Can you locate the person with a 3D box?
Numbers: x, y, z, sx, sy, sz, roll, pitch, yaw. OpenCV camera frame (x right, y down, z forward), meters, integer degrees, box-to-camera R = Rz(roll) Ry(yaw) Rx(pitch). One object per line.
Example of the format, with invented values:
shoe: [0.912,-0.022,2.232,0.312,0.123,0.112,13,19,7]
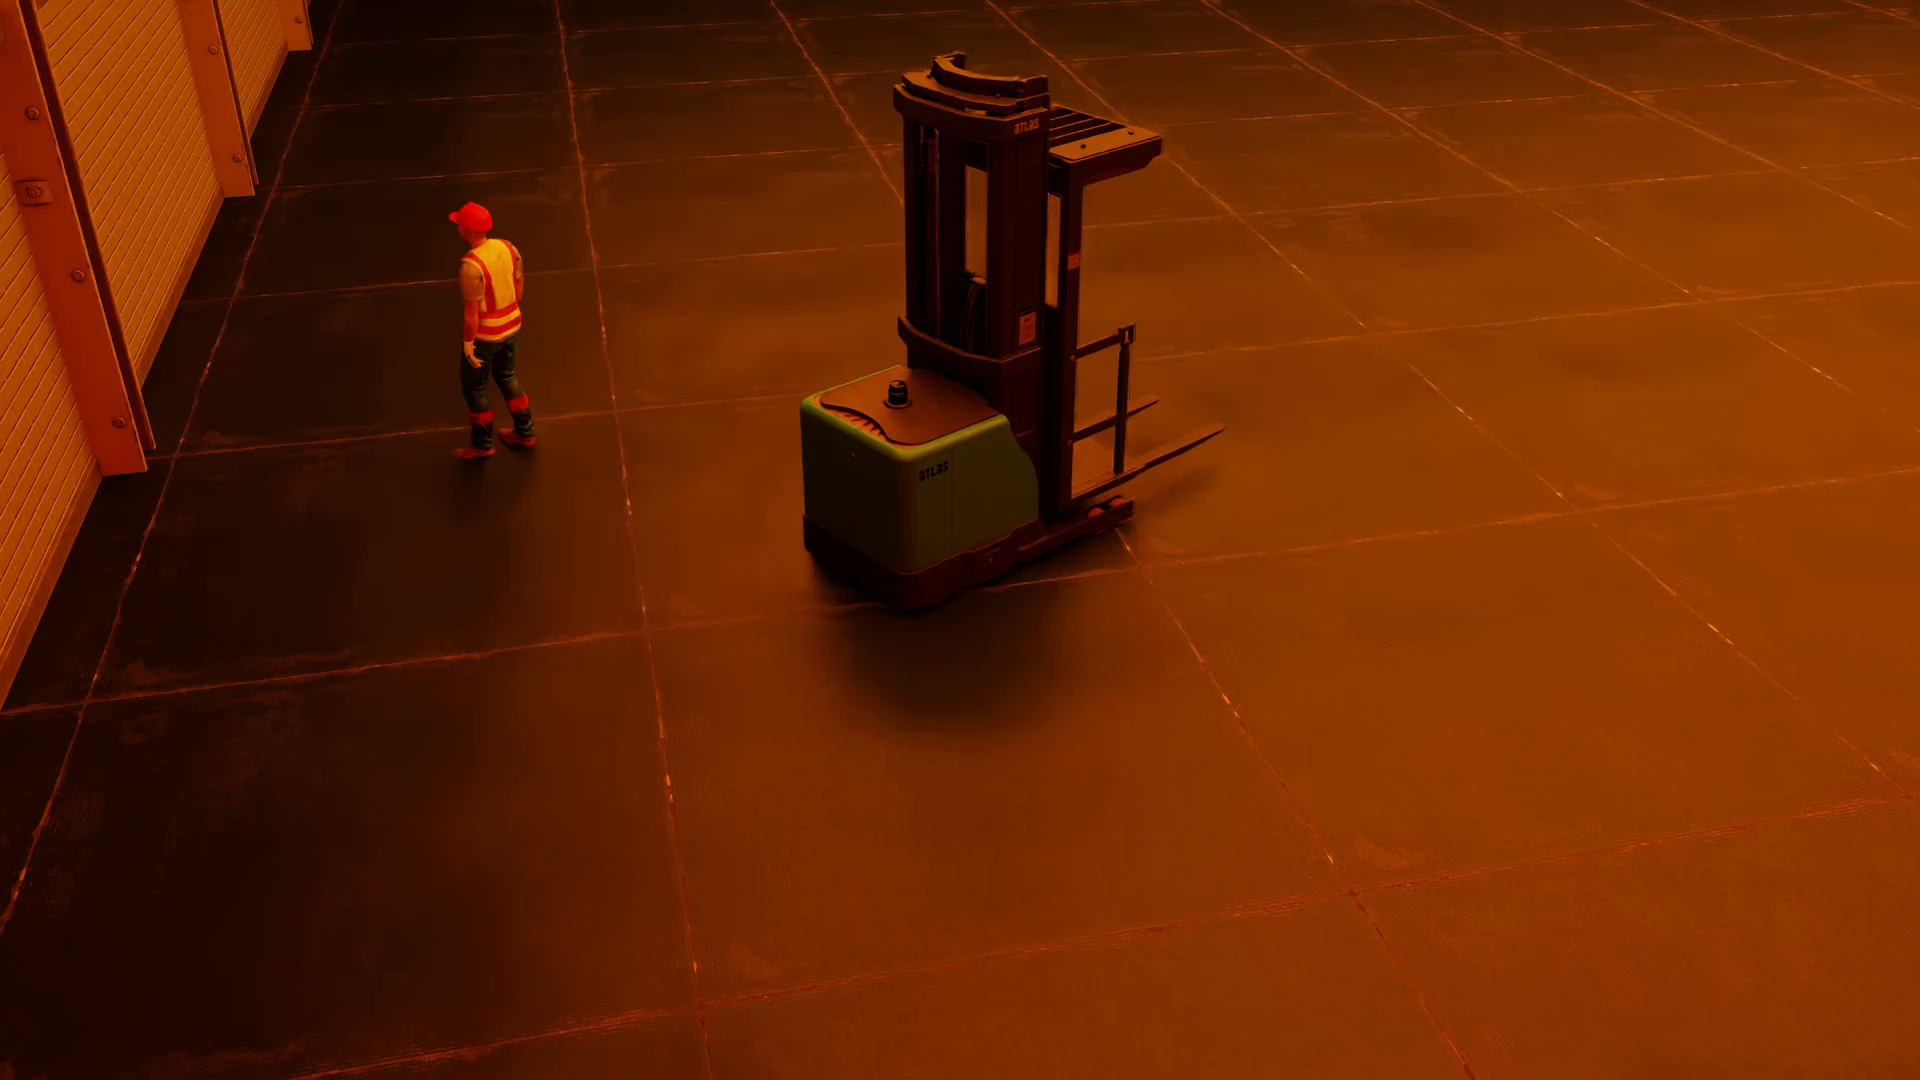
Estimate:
person: [-3.204,-1.412,11.188,0.500,1.811,0.631,13,32,21]

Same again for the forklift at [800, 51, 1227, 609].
forklift: [0.476,-1.479,10.130,3.031,2.935,1.130,-24,38,-35]
